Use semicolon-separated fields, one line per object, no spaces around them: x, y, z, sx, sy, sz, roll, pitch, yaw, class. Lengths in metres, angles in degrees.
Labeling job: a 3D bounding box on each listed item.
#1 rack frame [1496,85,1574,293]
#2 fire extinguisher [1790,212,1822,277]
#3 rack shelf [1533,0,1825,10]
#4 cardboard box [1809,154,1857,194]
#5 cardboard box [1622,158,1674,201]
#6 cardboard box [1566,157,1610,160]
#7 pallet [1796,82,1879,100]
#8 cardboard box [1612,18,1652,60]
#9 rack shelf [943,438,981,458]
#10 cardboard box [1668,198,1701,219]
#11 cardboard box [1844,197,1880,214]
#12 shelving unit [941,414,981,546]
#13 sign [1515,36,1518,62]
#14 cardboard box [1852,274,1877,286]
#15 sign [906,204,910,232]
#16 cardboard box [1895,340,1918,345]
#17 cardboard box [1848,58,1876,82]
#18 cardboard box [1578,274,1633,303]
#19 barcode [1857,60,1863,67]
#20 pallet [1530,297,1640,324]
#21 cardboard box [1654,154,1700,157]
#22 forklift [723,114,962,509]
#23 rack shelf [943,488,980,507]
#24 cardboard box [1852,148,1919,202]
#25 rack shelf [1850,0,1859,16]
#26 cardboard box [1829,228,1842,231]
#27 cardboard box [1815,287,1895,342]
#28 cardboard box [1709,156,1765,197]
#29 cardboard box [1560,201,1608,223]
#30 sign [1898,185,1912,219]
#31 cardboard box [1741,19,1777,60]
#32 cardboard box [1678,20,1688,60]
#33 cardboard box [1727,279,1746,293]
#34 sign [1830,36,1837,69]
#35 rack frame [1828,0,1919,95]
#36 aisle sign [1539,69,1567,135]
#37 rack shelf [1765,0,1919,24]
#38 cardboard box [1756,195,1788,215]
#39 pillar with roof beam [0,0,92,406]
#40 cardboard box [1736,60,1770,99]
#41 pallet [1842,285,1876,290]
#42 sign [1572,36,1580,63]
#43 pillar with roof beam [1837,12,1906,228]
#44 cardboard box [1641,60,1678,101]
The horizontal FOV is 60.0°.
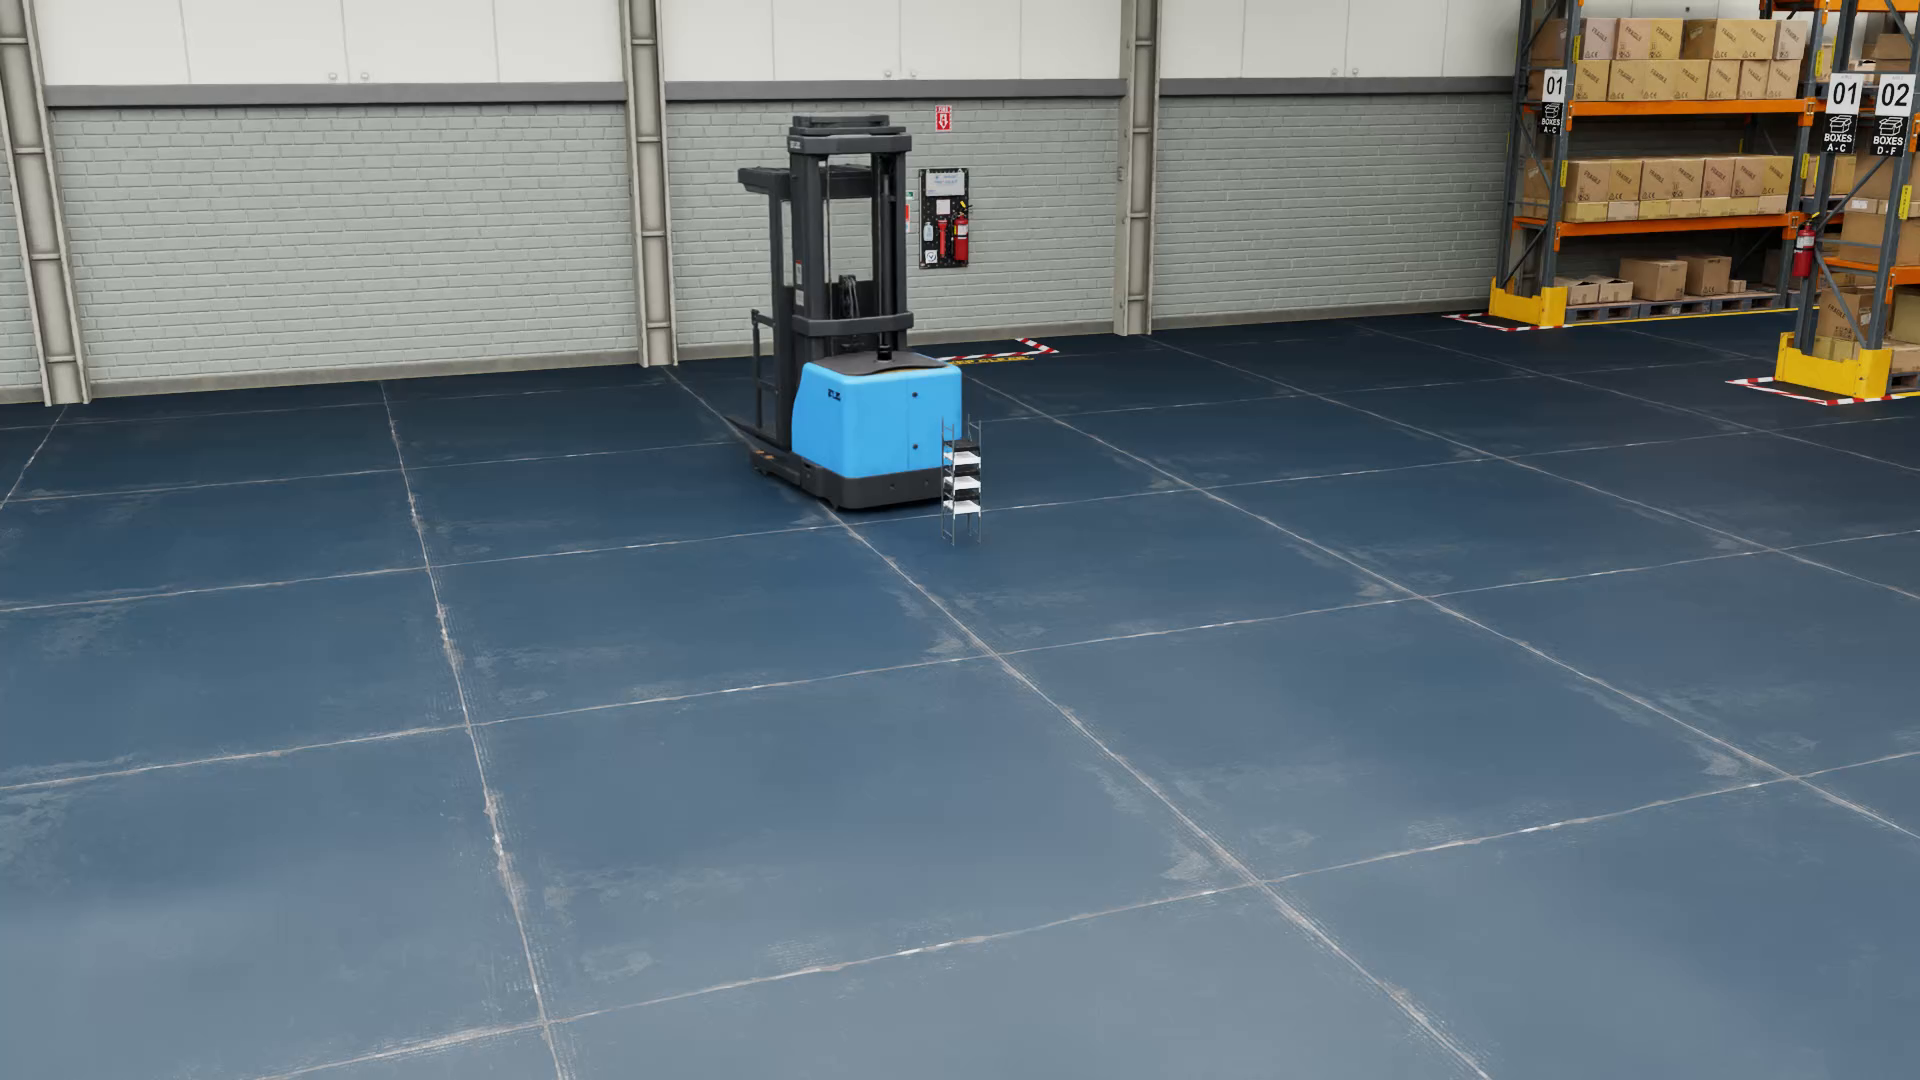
7.428;-4.355;21.606;0.127;3.000;1.000;-6;17;-20;rack frame
8.928;-3.126;17.556;0.183;0.674;0.296;-6;17;-20;fire extinguisher
9.296;-7.089;21.550;4.000;0.370;1.077;-6;17;-20;rack shelf
12.175;-5.115;23.233;0.500;0.500;0.700;-4;17;-14;cardboard box
8.931;-4.720;21.746;0.500;0.500;0.500;-7;18;-22;cardboard box
8.266;-4.805;22.035;0.500;0.500;0.500;-6;17;-19;cardboard box
11.778;-6.142;22.700;1.003;0.211;1.213;-6;17;-20;pallet
8.361;-6.344;21.067;0.500;0.500;0.500;-6;18;-21;cardboard box
0.008;-0.660;11.908;0.200;0.077;0.258;-6;17;-20;rack shelf
9.428;-4.415;22.040;0.500;0.250;0.500;-6;17;-20;cardboard box
9.493;-3.500;17.366;0.250;0.149;0.380;-6;18;-21;cardboard box
0.008;-0.433;11.974;0.210;0.900;0.258;-6;17;-20;shelving unit
7.248;-6.368;21.563;0.005;0.325;0.100;-6;17;-20;sign
12.800;-3.955;23.899;0.500;0.500;0.700;-6;17;-19;cardboard box
-0.705;-3.798;19.645;0.234;0.329;0.001;-6;17;-20;sign
10.250;-1.982;17.657;0.500;0.250;0.500;-6;17;-20;cardboard box
12.278;-6.453;22.838;0.500;0.311;0.500;-6;17;-18;cardboard box
8.639;-3.380;22.276;0.500;0.311;0.500;-5;17;-15;cardboard box
9.313;-4.928;17.201;0.075;0.075;0.001;-6;17;-20;barcode
8.270;-3.098;22.273;1.213;0.211;1.003;-6;17;-20;pallet
9.698;-4.964;22.578;0.500;0.500;0.500;-6;17;-19;cardboard box
-1.131;-2.007;13.731;1.130;2.935;3.031;-9;19;-28;forklift
0.008;-0.314;12.009;0.200;0.077;0.258;-6;17;-20;rack shelf
9.694;-3.772;17.139;0.500;0.500;0.700;-6;17;-20;cardboard box
11.072;-5.596;17.168;4.000;0.370;1.077;-6;17;-20;rack shelf
12.739;-4.308;23.768;0.500;0.250;0.500;-7;18;-22;cardboard box
9.599;-2.427;17.843;0.500;0.500;0.500;-6;17;-20;cardboard box
10.369;-4.875;22.276;0.500;0.500;0.500;-6;17;-20;cardboard box
7.998;-4.259;21.508;0.500;0.250;0.500;-7;18;-22;cardboard box
9.397;-3.359;16.537;0.005;0.325;0.100;-6;17;-20;sign
10.282;-6.555;21.786;0.500;0.500;0.500;-5;17;-17;cardboard box
9.183;-6.595;21.921;0.500;0.500;0.500;-6;17;-20;cardboard box
10.675;-3.549;23.106;0.250;0.166;0.380;-9;18;-27;cardboard box
9.023;-5.023;17.124;0.005;0.325;0.100;-6;17;-20;sign
9.204;-5.931;16.324;0.127;3.000;1.000;-6;17;-20;rack frame
7.468;-5.517;20.947;0.004;0.787;0.394;-6;17;-20;aisle sign
13.031;-7.302;22.979;4.000;0.370;1.077;-6;17;-20;rack shelf
10.830;-4.569;22.564;0.500;0.250;0.500;-6;17;-20;cardboard box
-7.495;-4.585;11.739;0.400;9.000;9.100;-6;17;-20;pillar with roof beam
10.303;-6.092;21.983;0.500;0.500;0.500;-8;18;-25;cardboard box
13.031;-3.624;24.064;1.213;0.211;1.003;-6;17;-20;pallet
7.623;-6.071;20.574;0.005;0.325;0.100;-6;17;-20;sign
14.916;-7.004;19.979;0.400;9.000;9.100;-6;17;-20;pillar with roof beam
8.828;-5.918;21.392;0.500;0.500;0.500;-5;17;-18;cardboard box
